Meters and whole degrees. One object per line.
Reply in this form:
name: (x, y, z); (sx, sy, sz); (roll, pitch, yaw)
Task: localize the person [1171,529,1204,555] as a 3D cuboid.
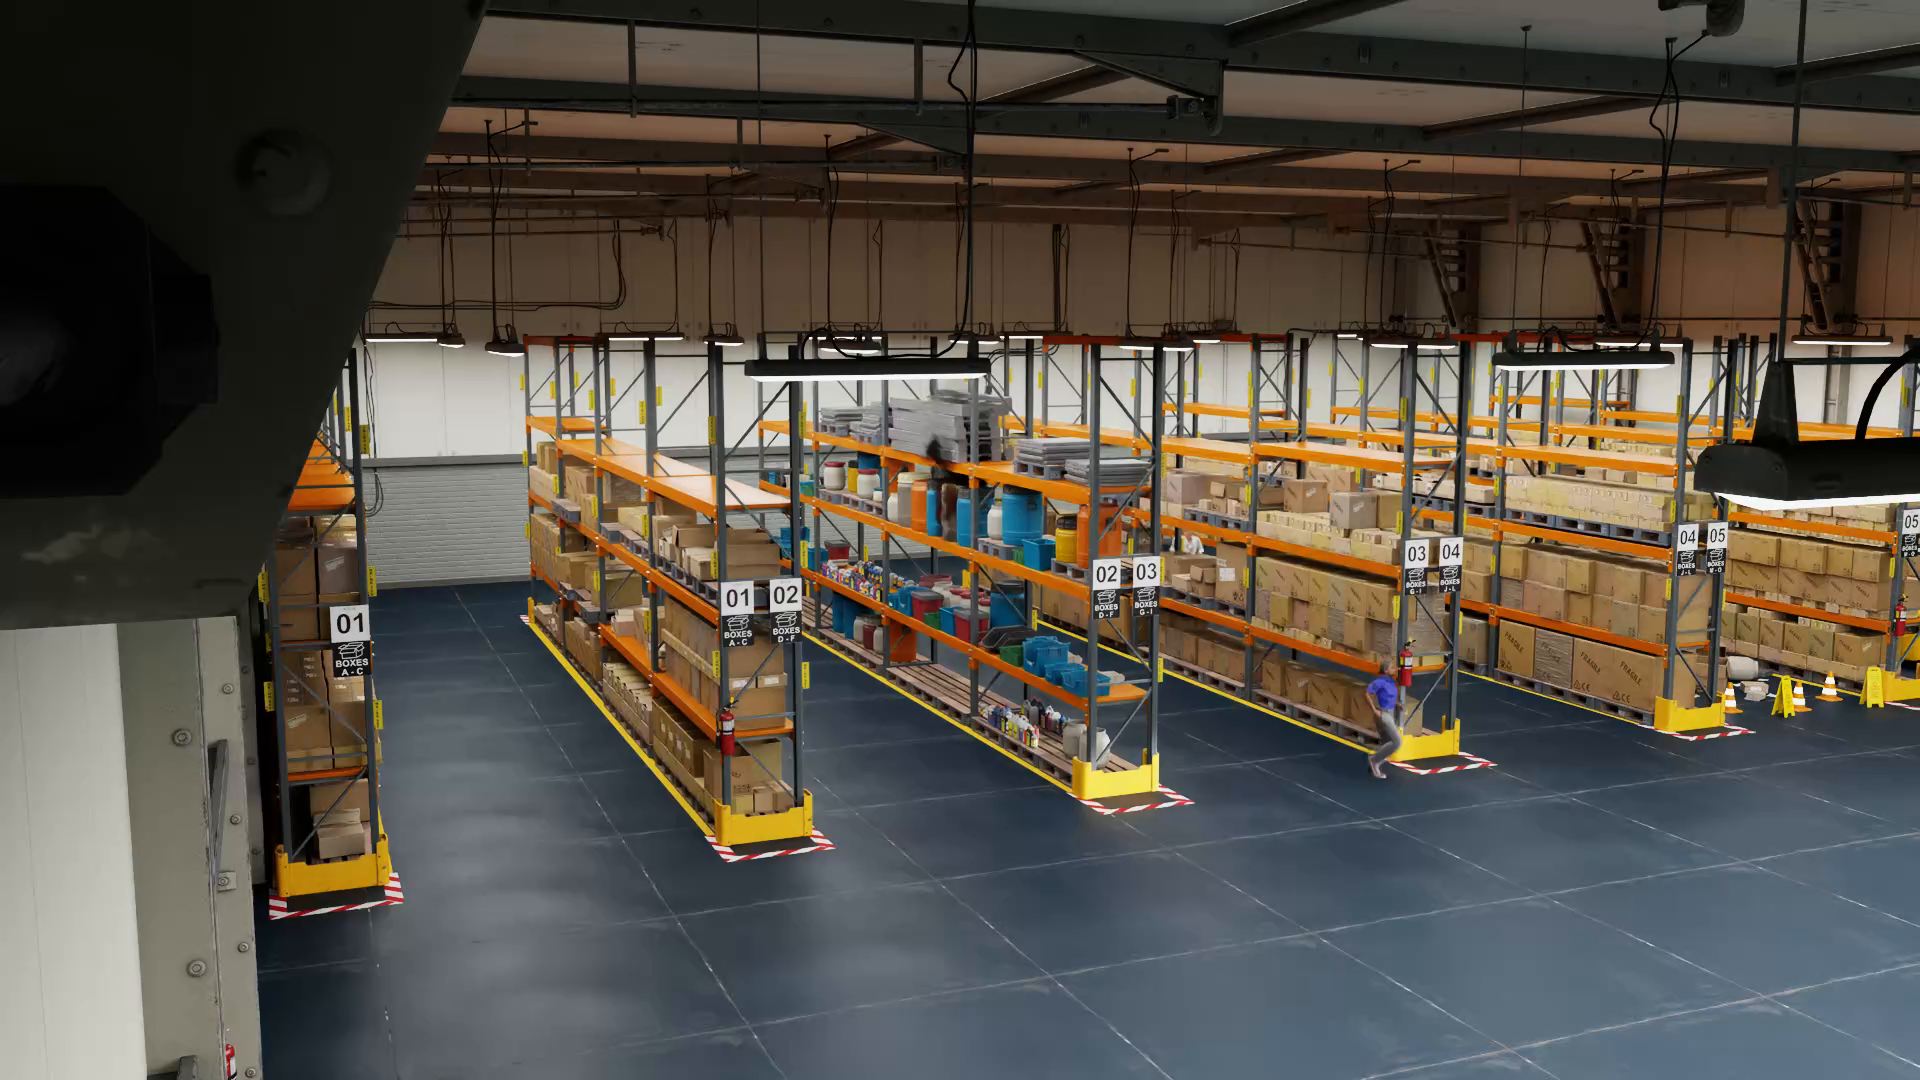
person: (5.017, 0.577, 36.572); (0.701, 1.734, 1.020); (-2, 8, -16)

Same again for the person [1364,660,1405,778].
person: (5.930, 2.485, 23.060); (0.516, 1.621, 0.597); (4, 9, 29)

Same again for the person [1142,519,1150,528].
person: (4.239, 0.349, 38.393); (0.706, 1.827, 0.891); (-3, 8, -19)
